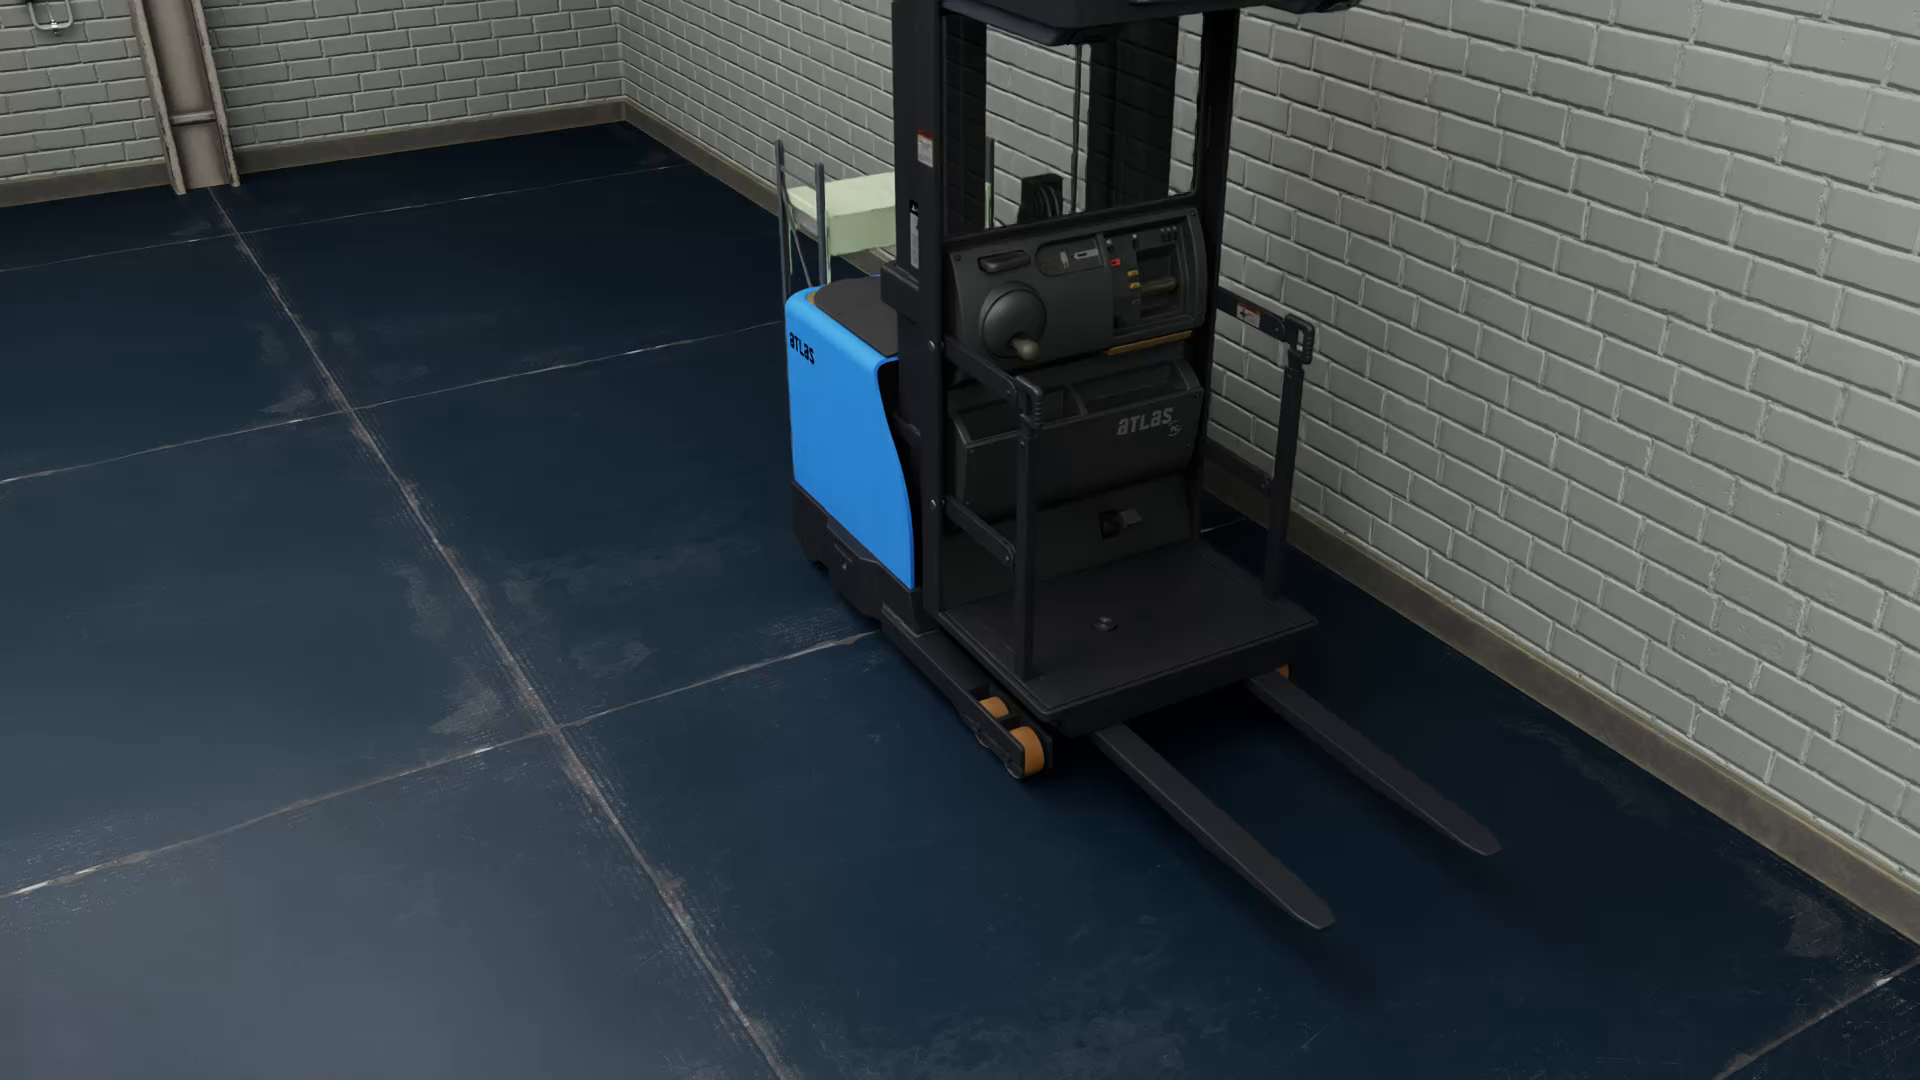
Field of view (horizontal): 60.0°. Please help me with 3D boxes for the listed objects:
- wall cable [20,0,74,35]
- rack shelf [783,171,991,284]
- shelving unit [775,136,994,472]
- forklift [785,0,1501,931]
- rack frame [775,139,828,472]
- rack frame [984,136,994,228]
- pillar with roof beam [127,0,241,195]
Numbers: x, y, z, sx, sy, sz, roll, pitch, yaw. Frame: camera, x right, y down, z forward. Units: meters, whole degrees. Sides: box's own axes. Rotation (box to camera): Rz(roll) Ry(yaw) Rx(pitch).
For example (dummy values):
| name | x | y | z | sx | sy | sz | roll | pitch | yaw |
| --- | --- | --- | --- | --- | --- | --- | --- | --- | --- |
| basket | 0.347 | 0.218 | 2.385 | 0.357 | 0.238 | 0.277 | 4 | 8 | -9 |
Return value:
| name | x | y | z | sx | sy | sz | roll | pitch | yaw |
| --- | --- | --- | --- | --- | --- | --- | --- | --- | --- |
| wall cable | -6.267 | -3.804 | 9.487 | 1.851 | 1.984 | 0.084 | -16 | 33 | -26 |
| rack shelf | -0.295 | -1.246 | 6.647 | 0.720 | 0.370 | 0.431 | -15 | 32 | -26 |
| shelving unit | -0.294 | -0.904 | 6.836 | 0.755 | 1.500 | 0.431 | -15 | 32 | -26 |
| forklift | 0.496 | -0.769 | 5.110 | 1.130 | 2.935 | 3.031 | -15 | 32 | -26 |
| rack frame | -0.613 | -0.817 | 6.677 | 0.023 | 1.500 | 0.400 | -15 | 32 | -26 |
| rack frame | 0.024 | -0.991 | 6.994 | 0.023 | 1.500 | 0.400 | -15 | 32 | -26 |
| pillar with roof beam | -2.821 | -4.506 | 5.602 | 0.400 | 9.000 | 9.100 | -16 | 33 | -26 |
